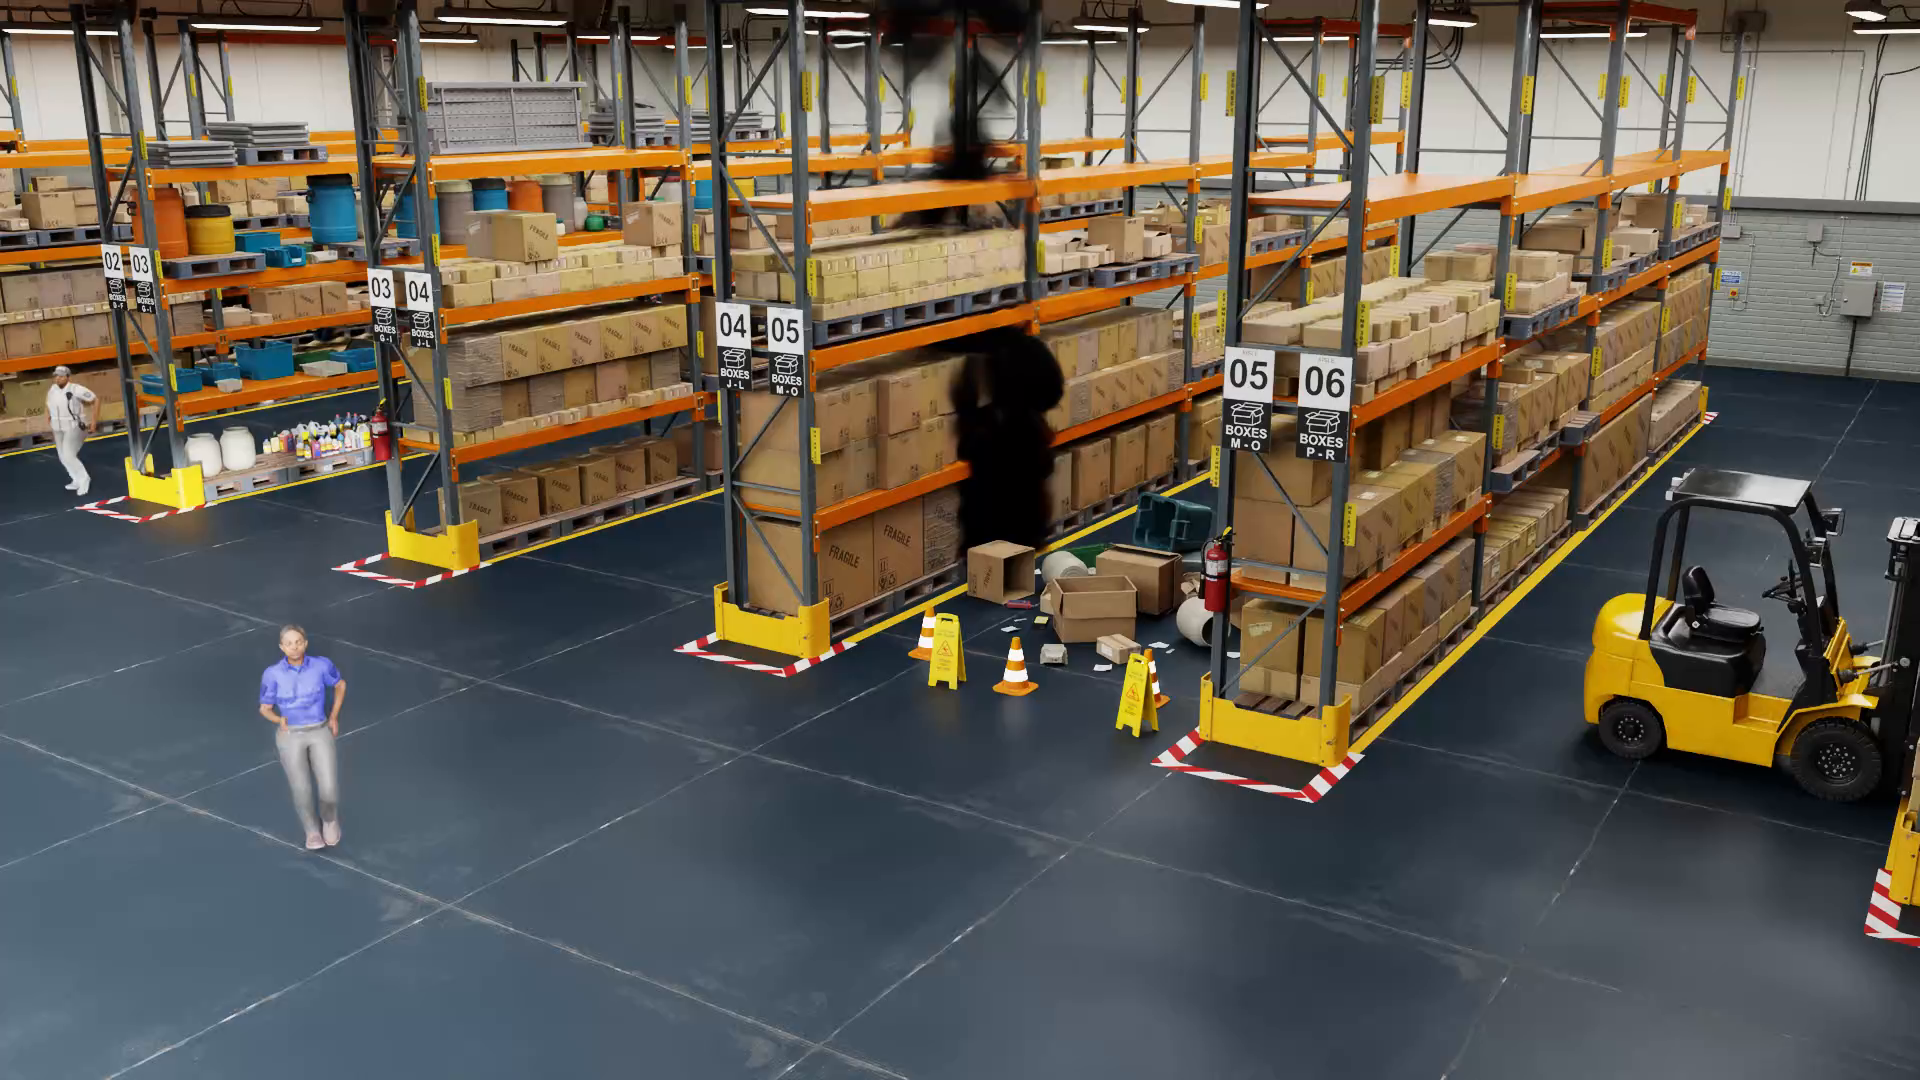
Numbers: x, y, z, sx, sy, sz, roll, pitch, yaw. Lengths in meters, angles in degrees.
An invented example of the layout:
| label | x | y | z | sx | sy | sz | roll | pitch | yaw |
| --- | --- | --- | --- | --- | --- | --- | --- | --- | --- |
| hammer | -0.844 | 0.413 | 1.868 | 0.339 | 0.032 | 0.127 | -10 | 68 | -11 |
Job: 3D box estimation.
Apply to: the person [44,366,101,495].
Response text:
| label | x | y | z | sx | sy | sz | roll | pitch | yaw |
| --- | --- | --- | --- | --- | --- | --- | --- | --- | --- |
| person | -11.328 | -1.381 | 21.196 | 0.654 | 1.700 | 0.606 | 3 | 16 | 10 |

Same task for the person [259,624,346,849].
| label | x | y | z | sx | sy | sz | roll | pitch | yaw |
| --- | --- | --- | --- | --- | --- | --- | --- | --- | --- |
| person | -4.409 | 1.370 | 11.246 | 0.562 | 1.624 | 0.580 | -6 | 17 | -22 |

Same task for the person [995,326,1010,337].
| label | x | y | z | sx | sy | sz | roll | pitch | yaw |
| --- | --- | --- | --- | --- | --- | --- | --- | --- | --- |
| person | 0.619 | -2.361 | 24.640 | 0.617 | 1.671 | 0.696 | 7 | 17 | 23 |

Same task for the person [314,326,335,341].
| label | x | y | z | sx | sy | sz | roll | pitch | yaw |
| --- | --- | --- | --- | --- | --- | --- | --- | --- | --- |
| person | -11.504 | -3.862 | 30.229 | 0.537 | 1.558 | 0.549 | 7 | 17 | 23 |
